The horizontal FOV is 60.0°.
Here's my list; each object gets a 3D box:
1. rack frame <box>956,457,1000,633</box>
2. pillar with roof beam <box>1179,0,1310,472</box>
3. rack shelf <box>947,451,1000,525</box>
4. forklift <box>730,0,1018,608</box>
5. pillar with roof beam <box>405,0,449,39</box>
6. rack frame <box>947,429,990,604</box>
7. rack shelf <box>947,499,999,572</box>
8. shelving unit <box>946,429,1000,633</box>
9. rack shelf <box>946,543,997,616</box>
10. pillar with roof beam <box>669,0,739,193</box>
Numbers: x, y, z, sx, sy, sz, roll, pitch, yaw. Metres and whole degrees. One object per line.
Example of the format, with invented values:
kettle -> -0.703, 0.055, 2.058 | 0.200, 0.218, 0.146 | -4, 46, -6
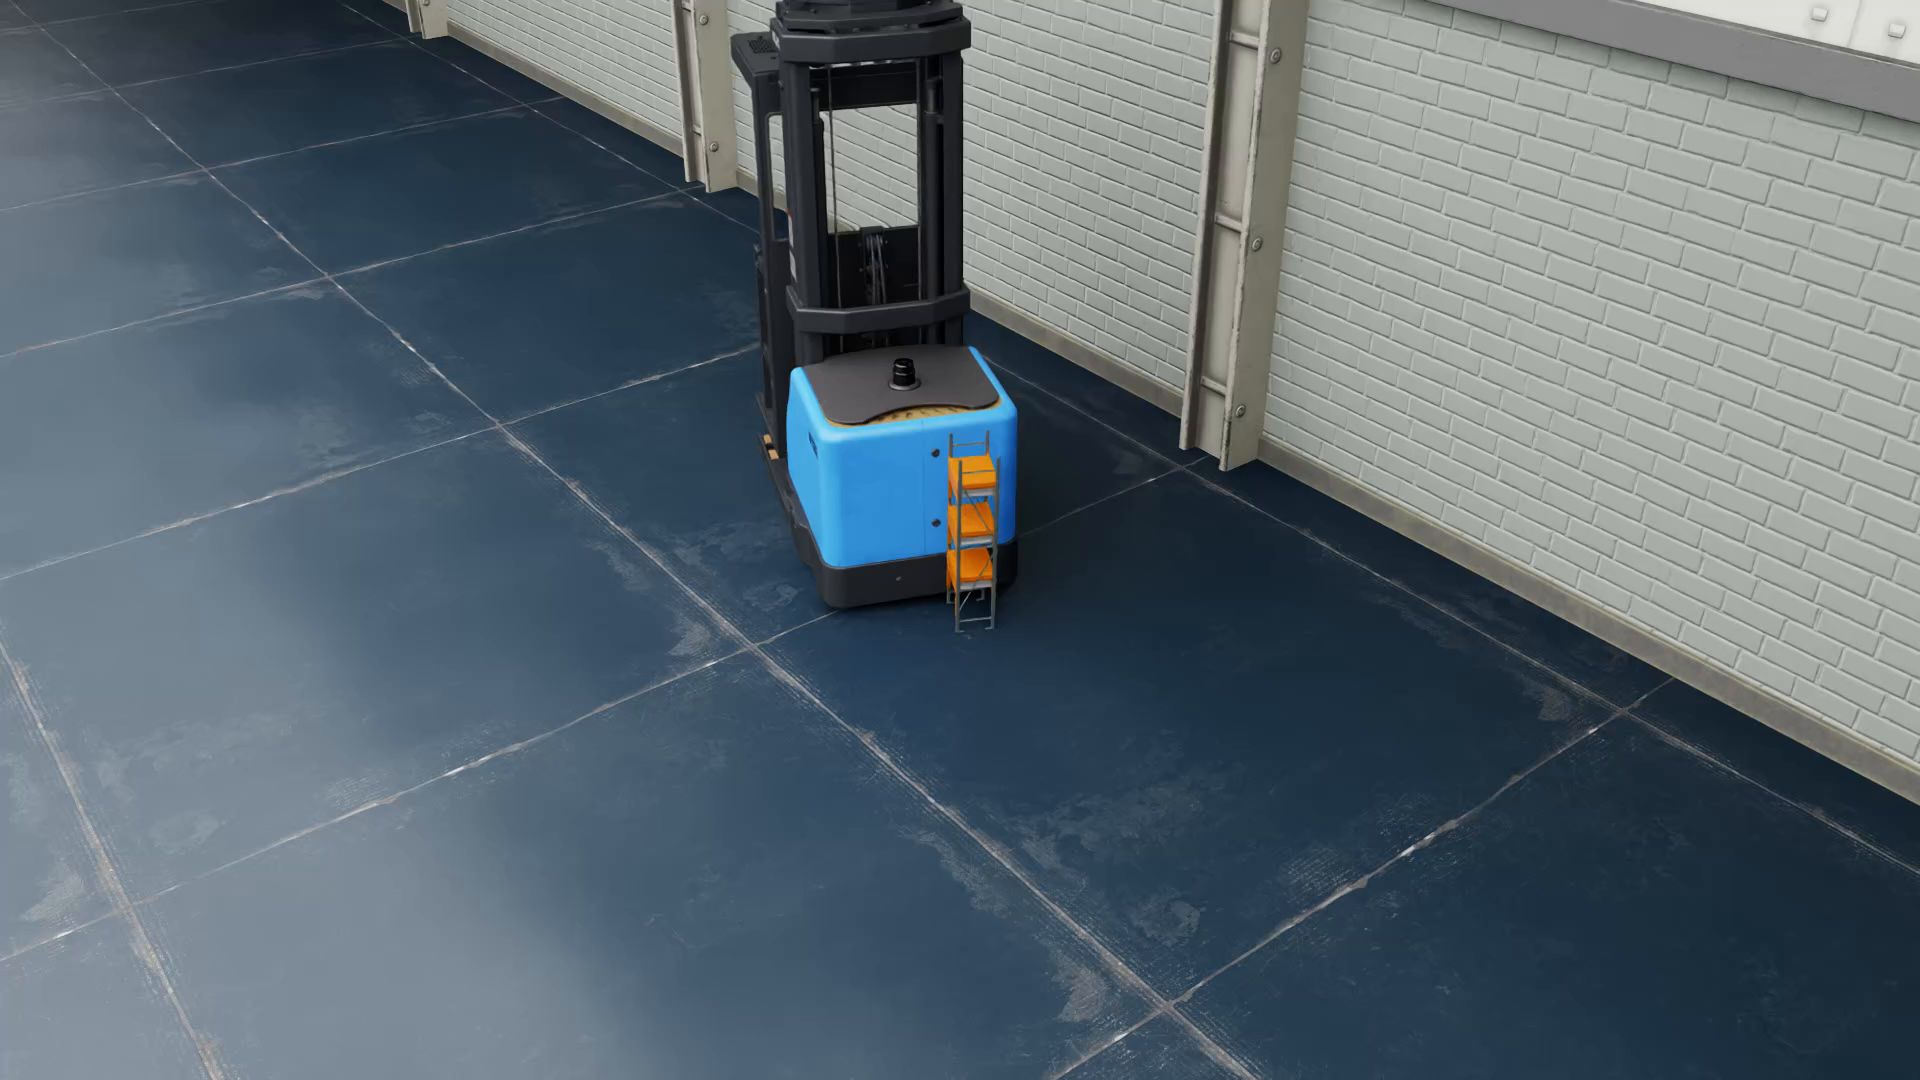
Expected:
rack frame -> 0.084, 0.039, 8.194 | 0.200, 1.050, 0.008 | -6, 37, -9
pillar with roof beam -> -1.823, -2.968, 5.499 | 9.100, 9.000, 0.400 | -22, 38, -31
rack shelf -> 0.065, -0.252, 8.129 | 0.215, 0.259, 0.240 | -6, 37, -9
forklift -> -0.587, -1.665, 9.153 | 1.130, 2.935, 3.031 | -8, 33, -13
pillar with roof beam -> -9.181, -7.969, 13.551 | 9.100, 9.000, 0.400 | -22, 38, -31
rack frame -> 0.038, -0.103, 8.387 | 0.200, 1.050, 0.008 | -6, 37, -9
rack shelf -> 0.061, -0.023, 8.296 | 0.215, 0.259, 0.240 | -6, 37, -9
shelving unit -> 0.061, -0.032, 8.290 | 0.215, 1.050, 0.252 | -6, 37, -9
rack shelf -> 0.057, 0.201, 8.461 | 0.215, 0.259, 0.240 | -6, 37, -9
pillar with roof beam -> -5.502, -5.468, 9.525 | 9.100, 9.000, 0.400 | -22, 38, -31
